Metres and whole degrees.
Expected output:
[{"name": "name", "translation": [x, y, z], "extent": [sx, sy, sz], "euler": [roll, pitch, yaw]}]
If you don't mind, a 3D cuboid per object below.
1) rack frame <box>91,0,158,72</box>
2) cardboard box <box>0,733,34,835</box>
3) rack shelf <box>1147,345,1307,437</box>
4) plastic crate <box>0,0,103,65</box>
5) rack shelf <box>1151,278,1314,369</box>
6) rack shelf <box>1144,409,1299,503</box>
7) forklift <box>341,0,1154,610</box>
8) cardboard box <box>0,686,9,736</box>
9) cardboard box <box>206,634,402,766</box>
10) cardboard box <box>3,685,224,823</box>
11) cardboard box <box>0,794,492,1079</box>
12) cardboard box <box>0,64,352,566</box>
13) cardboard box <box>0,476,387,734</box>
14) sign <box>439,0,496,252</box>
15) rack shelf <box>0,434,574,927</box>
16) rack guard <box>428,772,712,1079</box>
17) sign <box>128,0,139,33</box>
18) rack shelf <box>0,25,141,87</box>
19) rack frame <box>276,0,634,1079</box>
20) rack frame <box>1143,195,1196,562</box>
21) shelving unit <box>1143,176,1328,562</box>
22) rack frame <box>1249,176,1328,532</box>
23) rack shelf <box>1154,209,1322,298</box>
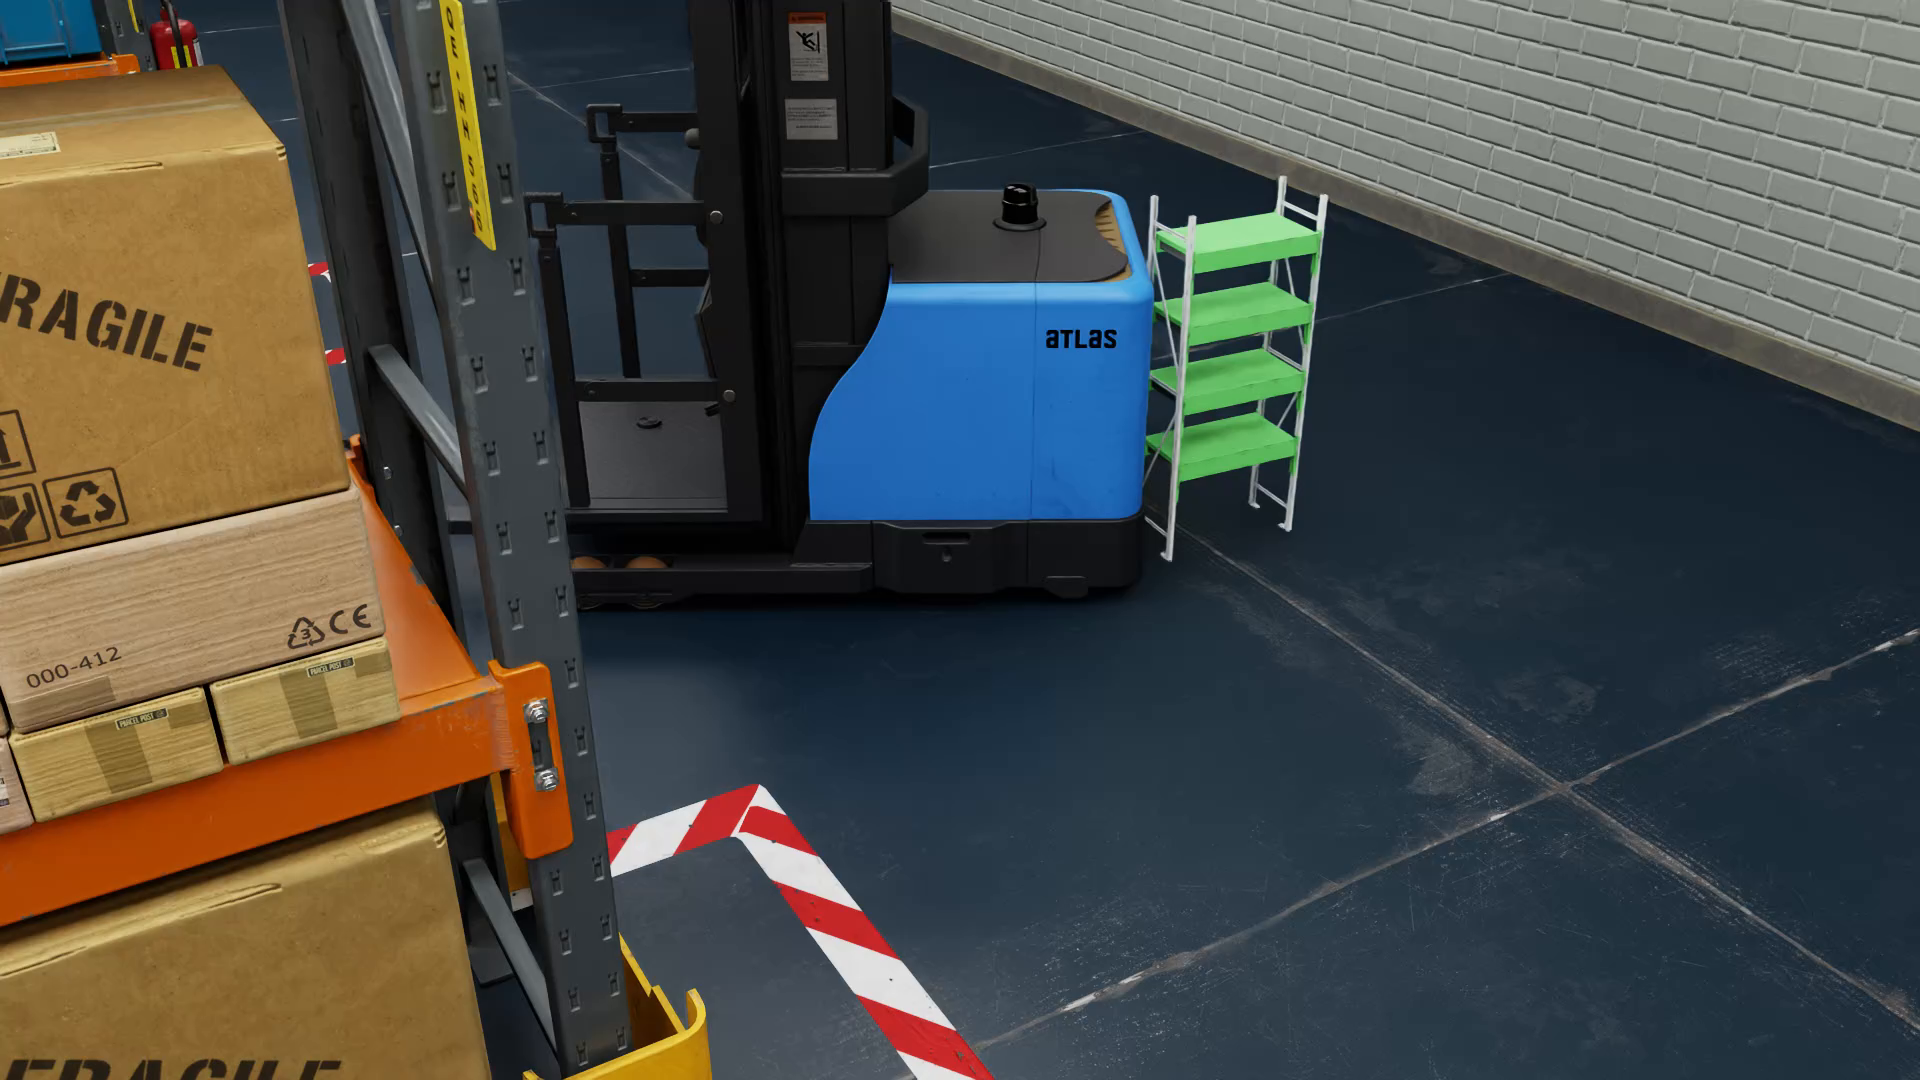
[{"name": "rack frame", "translation": [-3.425, -2.234, 6.693], "extent": [0.127, 3.000, 1.000], "euler": [-16, 33, -26]}, {"name": "cardboard box", "translation": [-1.497, 0.289, 2.381], "extent": [0.250, 0.149, 0.380], "euler": [-16, 33, -26]}, {"name": "rack shelf", "translation": [0.879, -0.501, 5.548], "extent": [0.480, 0.148, 0.258], "euler": [-13, 31, -22]}, {"name": "plastic crate", "translation": [-3.619, -2.116, 6.381], "extent": [0.499, 0.435, 0.616], "euler": [-16, 33, -26]}, {"name": "rack shelf", "translation": [0.879, -0.711, 5.432], "extent": [0.480, 0.148, 0.258], "euler": [-13, 31, -22]}, {"name": "rack shelf", "translation": [0.879, -0.291, 5.664], "extent": [0.480, 0.148, 0.258], "euler": [-13, 31, -22]}, {"name": "forklift", "translation": [-0.927, -1.317, 5.103], "extent": [3.031, 2.935, 1.130], "euler": [0, 29, 0]}, {"name": "cardboard box", "translation": [-1.637, 0.118, 2.279], "extent": [0.500, 0.250, 0.500], "euler": [-16, 33, -27]}, {"name": "cardboard box", "translation": [-1.056, 0.164, 2.609], "extent": [0.250, 0.149, 0.380], "euler": [-15, 32, -25]}, {"name": "cardboard box", "translation": [-1.279, 0.228, 2.492], "extent": [0.250, 0.149, 0.380], "euler": [-15, 32, -26]}, {"name": "cardboard box", "translation": [-1.427, 0.766, 3.022], "extent": [0.875, 0.875, 0.875], "euler": [-16, 33, -26]}, {"name": "cardboard box", "translation": [-1.203, -0.335, 2.323], "extent": [0.500, 0.500, 0.500], "euler": [-15, 32, -26]}, {"name": "cardboard box", "translation": [-1.199, -0.006, 2.504], "extent": [0.500, 0.250, 0.500], "euler": [-16, 33, -27]}, {"name": "sign", "translation": [-0.653, -0.552, 2.202], "extent": [0.005, 0.325, 0.100], "euler": [-16, 33, -26]}, {"name": "rack shelf", "translation": [-2.640, 0.634, 2.241], "extent": [4.000, 0.370, 1.077], "euler": [-16, 33, -26]}, {"name": "rack guard", "translation": [-0.895, 0.918, 3.569], "extent": [0.348, 0.500, 1.175], "euler": [-16, 33, -26]}, {"name": "sign", "translation": [-3.132, -2.080, 6.246], "extent": [0.005, 0.325, 0.100], "euler": [-16, 33, -26]}, {"name": "rack shelf", "translation": [-5.149, -1.429, 5.980], "extent": [4.000, 0.370, 1.077], "euler": [-16, 33, -26]}, {"name": "rack frame", "translation": [-0.916, -0.171, 2.955], "extent": [0.127, 3.000, 1.000], "euler": [-16, 33, -26]}, {"name": "rack frame", "translation": [0.659, -0.506, 5.424], "extent": [0.015, 1.200, 0.240], "euler": [-13, 31, -22]}, {"name": "shelving unit", "translation": [0.879, -0.557, 5.517], "extent": [0.503, 1.200, 0.258], "euler": [-13, 31, -22]}, {"name": "rack frame", "translation": [1.098, -0.608, 5.610], "extent": [0.015, 1.200, 0.240], "euler": [-13, 31, -22]}, {"name": "rack shelf", "translation": [0.879, -0.921, 5.316], "extent": [0.480, 0.148, 0.258], "euler": [-13, 31, -22]}]
